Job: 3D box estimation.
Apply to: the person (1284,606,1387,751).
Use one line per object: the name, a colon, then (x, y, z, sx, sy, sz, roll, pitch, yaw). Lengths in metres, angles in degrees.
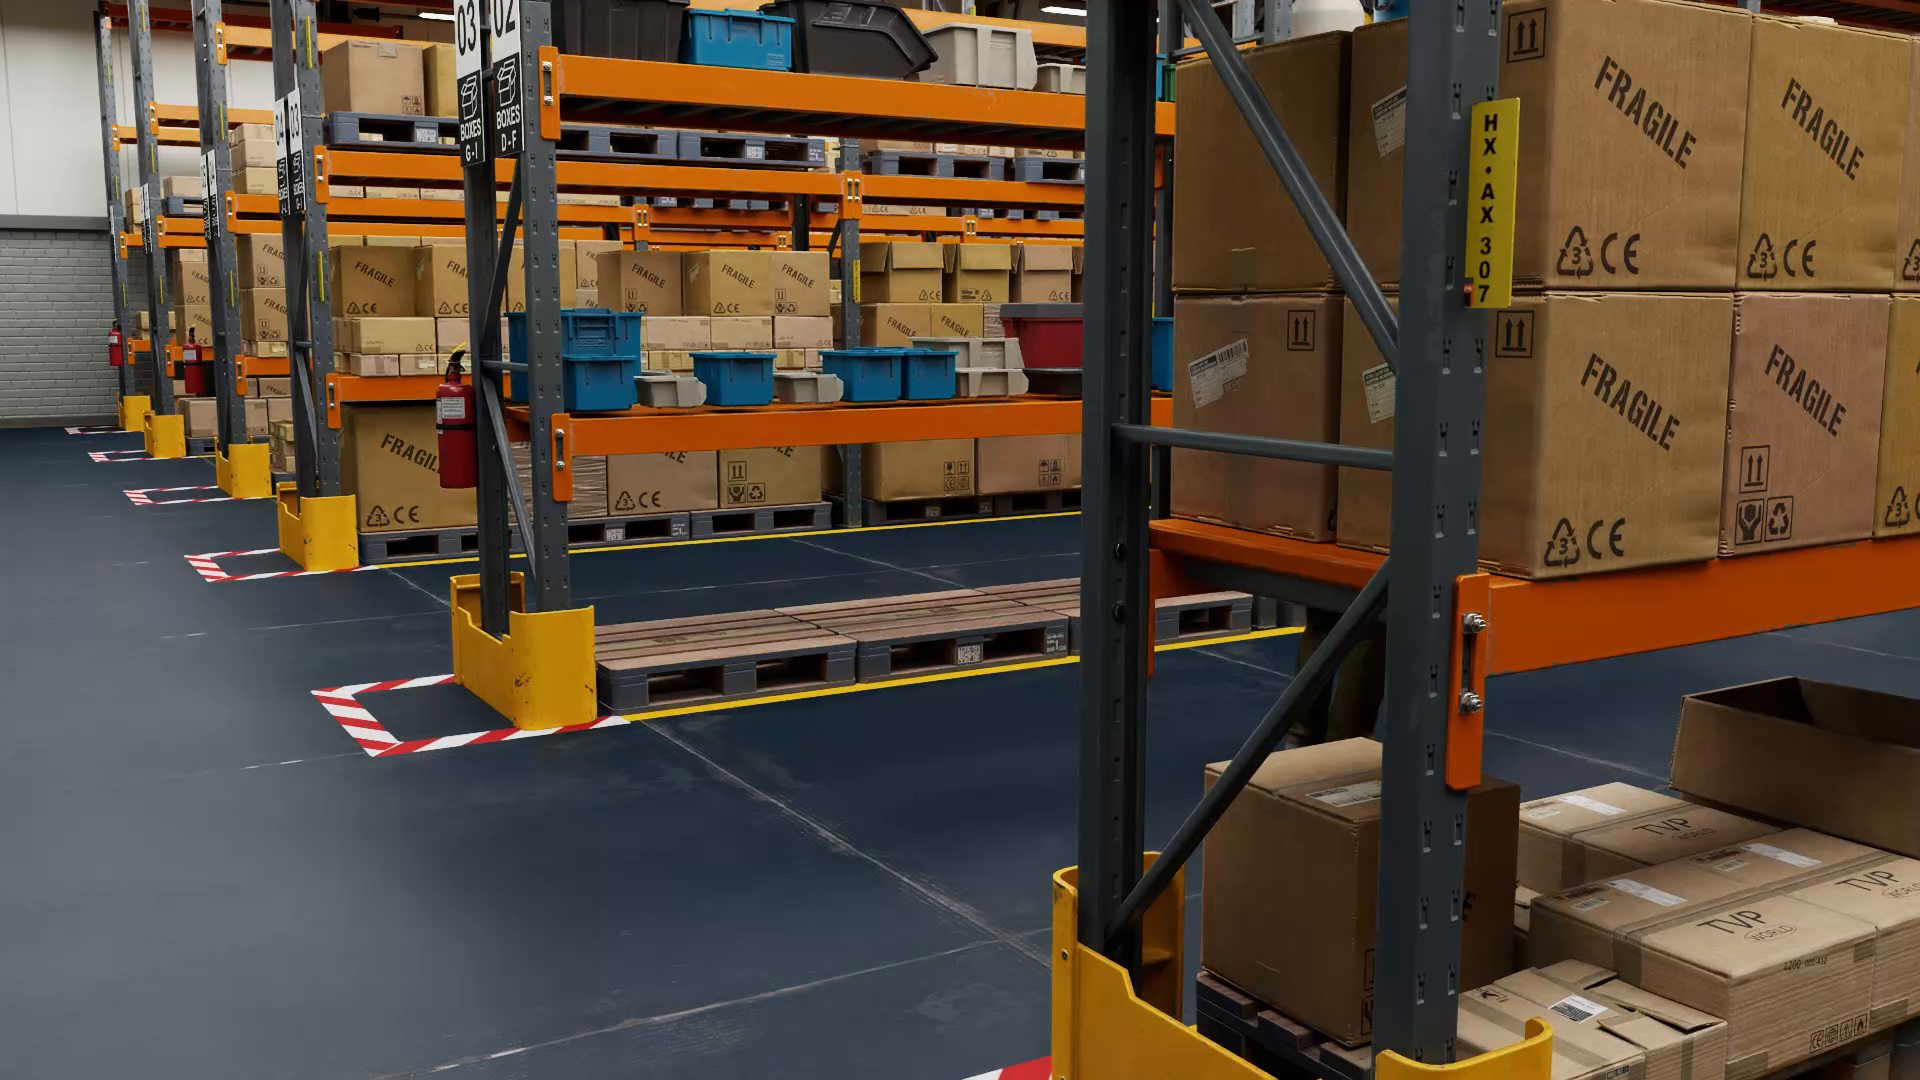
person: (1.588, 0.011, 6.542, 0.615, 1.716, 0.537, -5, 9, -32)
